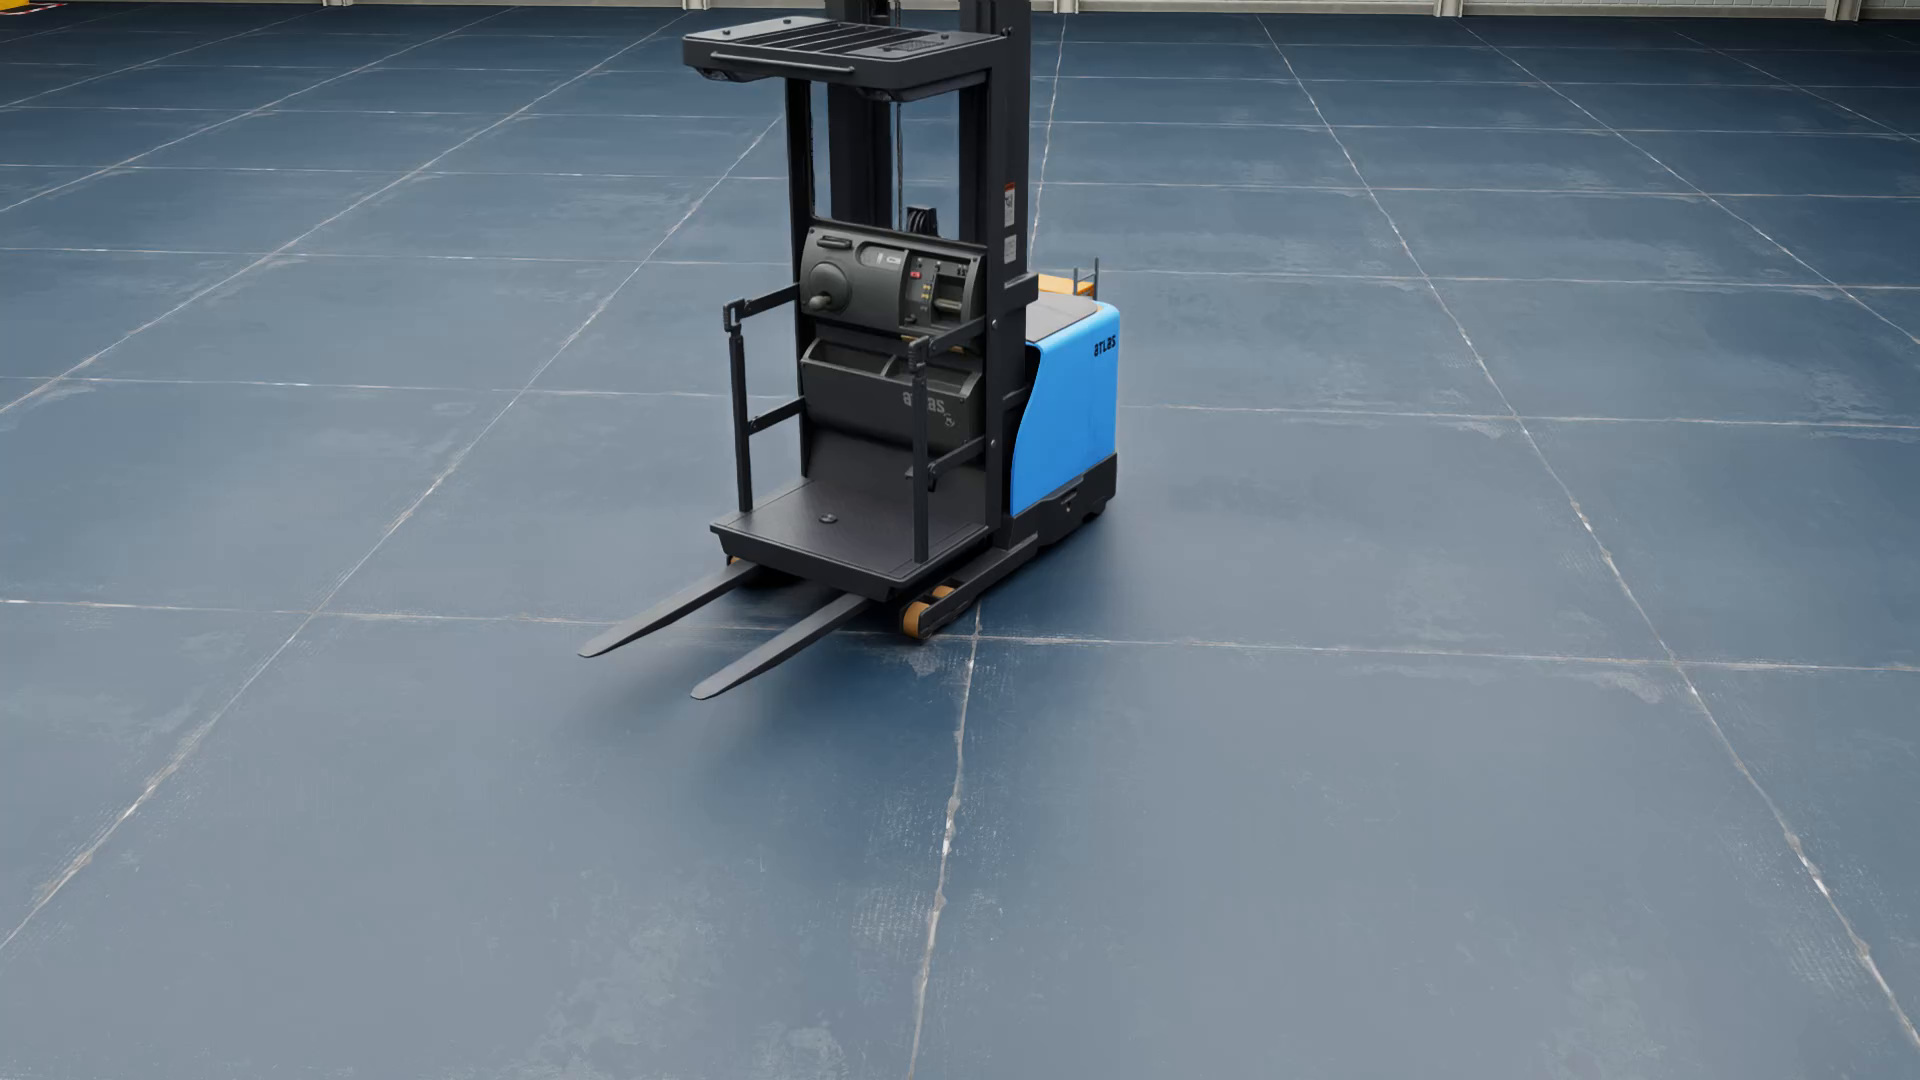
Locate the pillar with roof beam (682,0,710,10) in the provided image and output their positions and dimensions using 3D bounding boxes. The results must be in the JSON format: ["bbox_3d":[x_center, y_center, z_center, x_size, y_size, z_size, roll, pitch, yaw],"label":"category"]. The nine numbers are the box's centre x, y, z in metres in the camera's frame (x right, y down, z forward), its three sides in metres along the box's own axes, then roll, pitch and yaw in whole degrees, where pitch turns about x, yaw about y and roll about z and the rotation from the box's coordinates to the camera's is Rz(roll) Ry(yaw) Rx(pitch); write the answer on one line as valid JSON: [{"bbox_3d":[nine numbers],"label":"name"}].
[{"bbox_3d":[-4.611,-10.945,21.270,0.400,9.000,9.100,2,25,4],"label":"pillar with roof beam"}]

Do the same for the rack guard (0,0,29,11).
[{"bbox_3d":[-15.597,-8.863,26.914,0.348,0.500,1.175,2,25,4],"label":"rack guard"}]

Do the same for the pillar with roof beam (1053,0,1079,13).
[{"bbox_3d":[1.371,-10.753,20.853,0.400,9.000,9.100,2,25,4],"label":"pillar with roof beam"}]

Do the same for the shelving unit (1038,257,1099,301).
[{"bbox_3d":[0.439,-0.923,8.821,0.503,1.200,0.258,15,29,30],"label":"shelving unit"}]

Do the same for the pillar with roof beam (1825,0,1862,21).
[{"bbox_3d":[13.336,-10.369,20.018,0.400,9.000,9.100,2,25,4],"label":"pillar with roof beam"}]

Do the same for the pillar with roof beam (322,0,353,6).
[{"bbox_3d":[-10.594,-11.137,21.687,0.400,9.000,9.100,2,25,4],"label":"pillar with roof beam"}]

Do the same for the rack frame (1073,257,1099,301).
[{"bbox_3d":[0.643,-0.867,8.700,0.015,1.200,0.240,15,29,30],"label":"rack frame"}]

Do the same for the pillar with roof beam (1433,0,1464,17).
[{"bbox_3d":[7.353,-10.561,20.436,0.400,9.000,9.100,2,25,4],"label":"pillar with roof beam"}]

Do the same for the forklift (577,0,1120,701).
[{"bbox_3d":[-0.431,-1.119,7.175,1.130,2.935,3.031,16,29,30],"label":"forklift"}]

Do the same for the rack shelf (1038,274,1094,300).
[{"bbox_3d":[0.439,-1.280,8.657,0.480,0.148,0.258,15,29,30],"label":"rack shelf"}]
